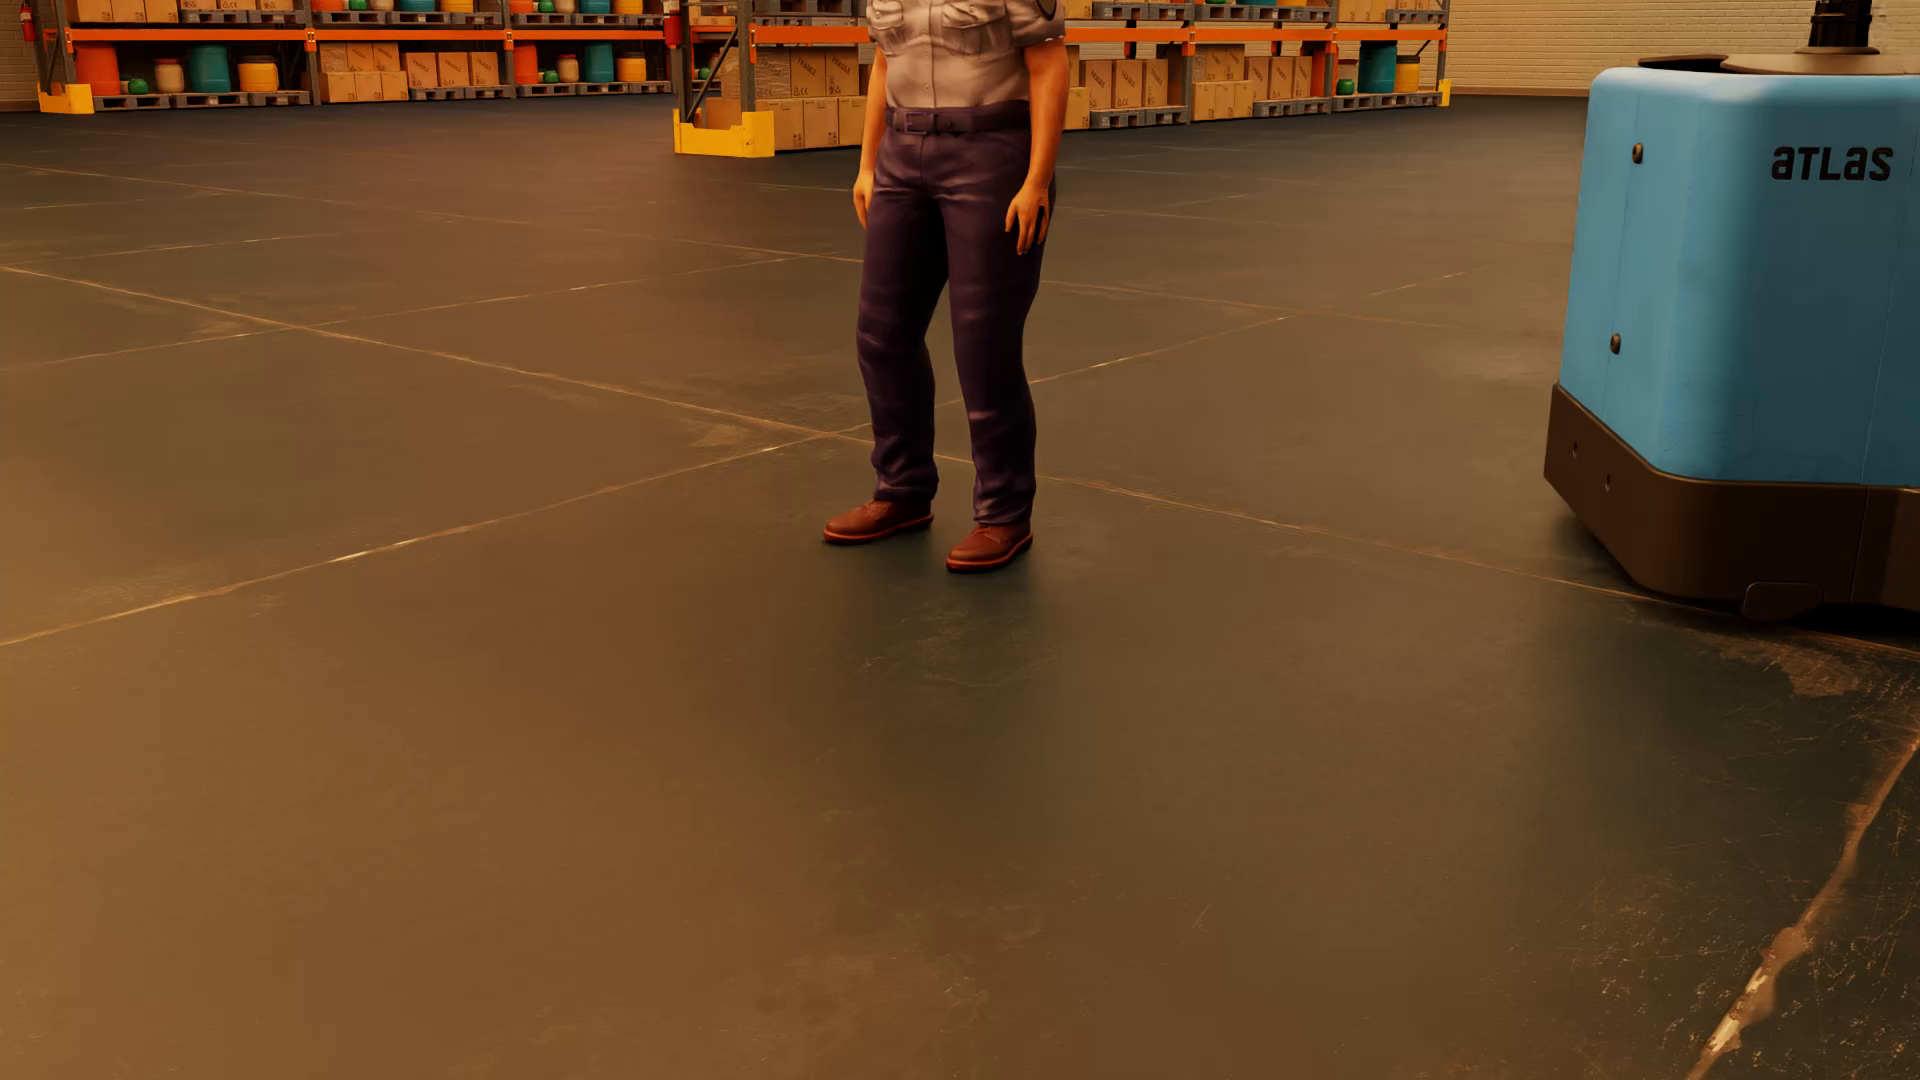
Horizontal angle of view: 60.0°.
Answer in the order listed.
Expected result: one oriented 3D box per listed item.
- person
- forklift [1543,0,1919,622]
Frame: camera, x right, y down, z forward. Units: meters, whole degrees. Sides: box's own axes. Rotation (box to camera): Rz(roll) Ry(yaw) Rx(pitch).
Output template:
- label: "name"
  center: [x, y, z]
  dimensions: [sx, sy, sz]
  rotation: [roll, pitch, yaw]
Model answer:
- label: "person"
  center: [-0.020, -0.783, 3.682]
  dimensions: [0.546, 1.651, 0.373]
  rotation: [13, 21, 36]
- label: "forklift"
  center: [2.938, -1.320, 3.245]
  dimensions: [3.031, 2.935, 1.130]
  rotation: [2, 17, 6]
